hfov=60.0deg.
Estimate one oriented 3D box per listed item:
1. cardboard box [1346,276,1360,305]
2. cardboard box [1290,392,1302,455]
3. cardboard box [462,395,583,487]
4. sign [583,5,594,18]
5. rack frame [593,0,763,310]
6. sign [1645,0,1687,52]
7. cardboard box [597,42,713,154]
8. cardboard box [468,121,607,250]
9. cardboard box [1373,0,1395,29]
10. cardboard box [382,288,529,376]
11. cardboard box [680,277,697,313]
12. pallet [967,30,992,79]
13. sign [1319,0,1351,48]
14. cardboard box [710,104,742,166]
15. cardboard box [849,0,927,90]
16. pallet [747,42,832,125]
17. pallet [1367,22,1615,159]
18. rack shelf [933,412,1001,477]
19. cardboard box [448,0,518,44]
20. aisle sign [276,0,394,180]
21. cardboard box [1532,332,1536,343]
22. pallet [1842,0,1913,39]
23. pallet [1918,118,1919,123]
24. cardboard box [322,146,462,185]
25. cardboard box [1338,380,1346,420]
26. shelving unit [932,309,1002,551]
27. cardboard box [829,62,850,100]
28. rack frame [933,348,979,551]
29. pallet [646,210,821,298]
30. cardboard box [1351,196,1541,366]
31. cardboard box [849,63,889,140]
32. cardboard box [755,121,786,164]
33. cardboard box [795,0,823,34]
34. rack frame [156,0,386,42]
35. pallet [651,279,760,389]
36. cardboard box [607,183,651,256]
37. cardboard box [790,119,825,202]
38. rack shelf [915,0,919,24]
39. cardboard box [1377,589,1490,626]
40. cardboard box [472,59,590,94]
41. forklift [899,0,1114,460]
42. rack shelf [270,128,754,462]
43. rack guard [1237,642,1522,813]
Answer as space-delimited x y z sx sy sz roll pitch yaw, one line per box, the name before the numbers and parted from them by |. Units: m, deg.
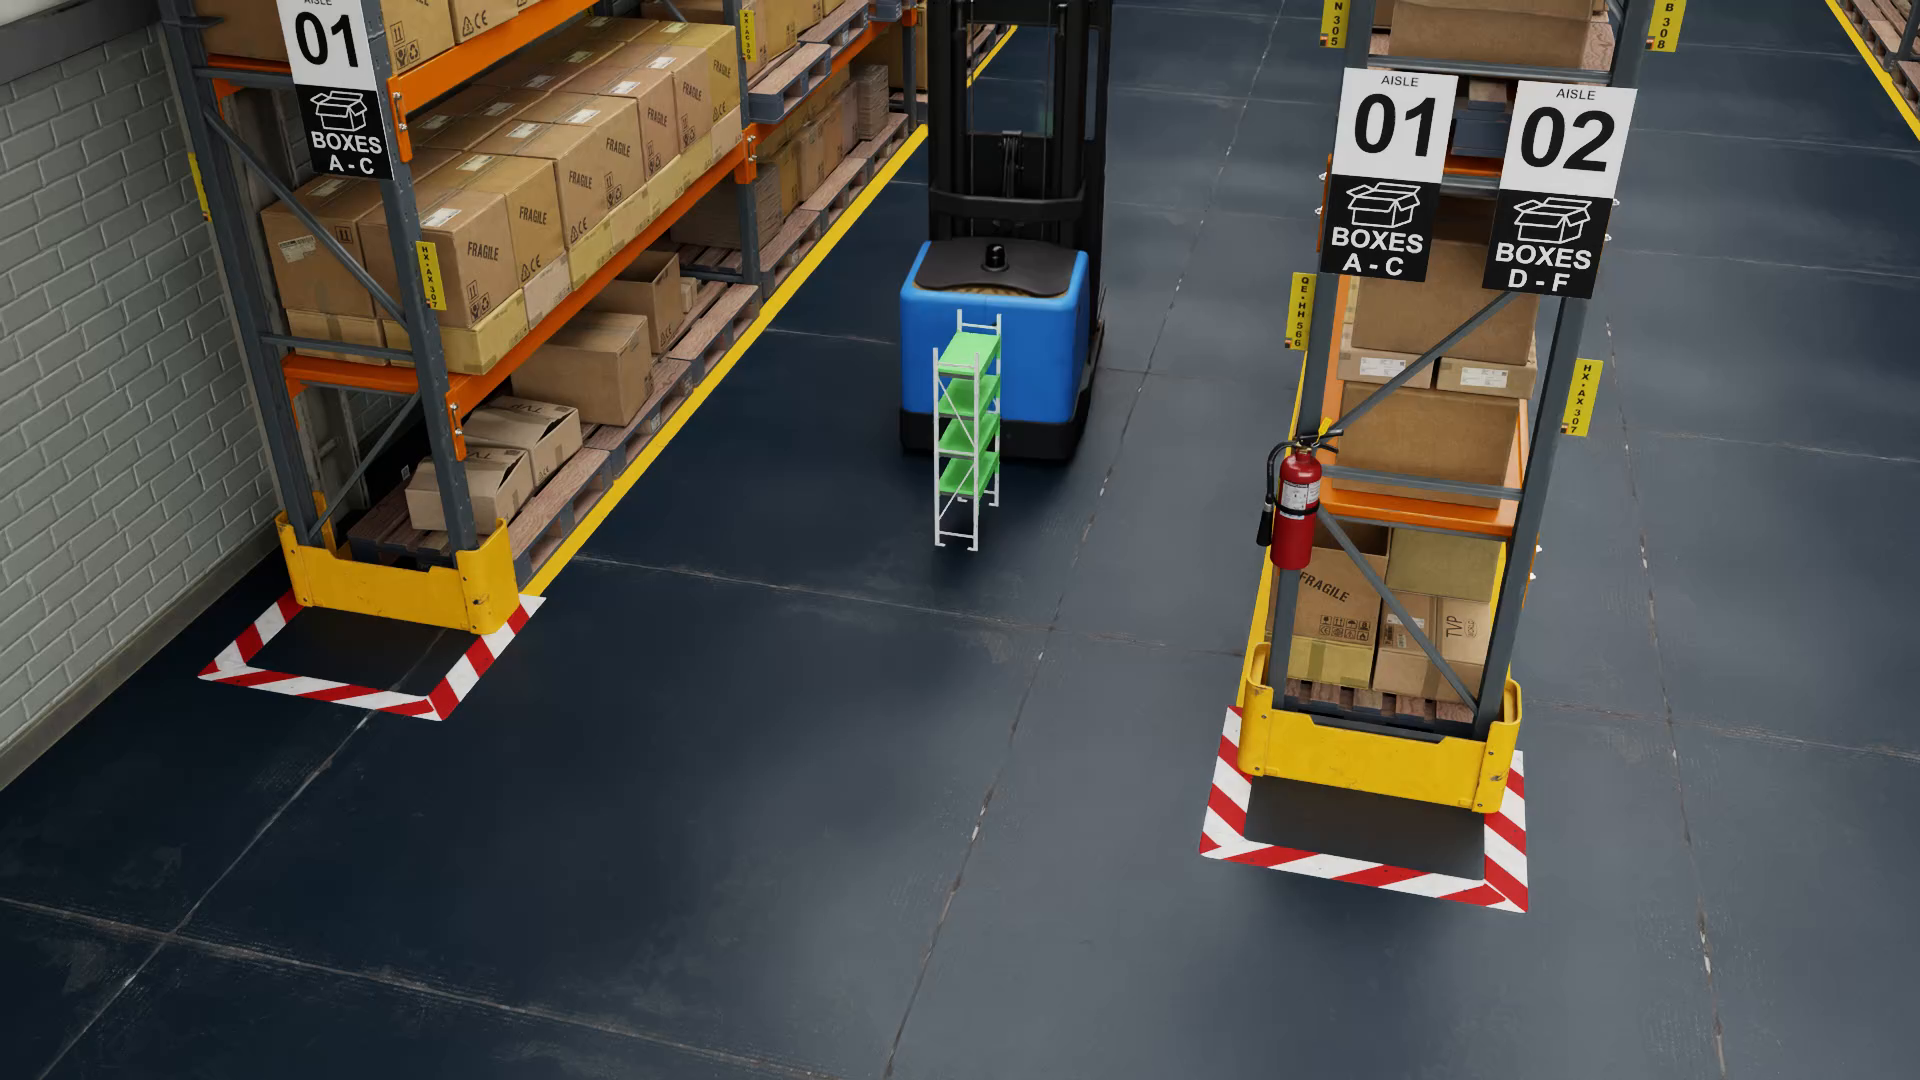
cardboard box | 1.913 -1.039 7.391 0.380 0.149 0.250 8 33 12
cardboard box | 1.959 -0.404 8.561 0.500 0.500 0.500 8 33 12
cardboard box | -2.514 -0.597 9.489 0.500 0.311 0.500 11 34 16
sign | -2.444 -3.541 10.945 0.100 0.325 0.005 8 33 12
rack frame | -1.906 -2.979 11.140 1.000 3.000 0.127 8 33 12
sign | 2.406 -1.820 5.633 0.100 0.325 0.005 8 33 12
cardboard box | -1.848 -2.693 10.113 0.500 0.500 0.500 8 33 12
cardboard box | -2.237 -1.894 8.855 0.500 0.500 0.500 7 33 11
cardboard box | 1.908 -2.303 6.898 0.500 0.250 0.500 8 33 12
cardboard box | -2.491 -1.058 8.240 0.500 0.250 0.500 7 33 11
cardboard box | -2.013 -1.687 11.339 0.380 0.166 0.250 4 33 6
pallet | -0.307 -4.908 16.773 1.003 0.211 1.213 8 33 12
sign | 1.350 -1.918 5.923 0.100 0.325 0.005 8 33 12
cardboard box | -1.734 -2.637 10.723 0.500 0.250 0.500 8 33 12
cardboard box | -0.578 -4.688 15.441 0.750 0.750 0.750 8 33 12
pallet | -1.572 -3.275 11.784 1.003 0.211 1.213 8 33 12
pallet | 2.075 -1.823 6.607 1.003 0.211 1.213 8 33 12
rack shelf | 0.042 -0.538 9.098 0.258 0.148 0.480 8 33 12
cardboard box | -2.424 -2.633 7.688 0.500 0.500 0.500 10 34 16
aisle sign | -2.650 -1.922 7.054 0.394 0.787 0.004 8 33 12
cardboard box | 2.243 -0.858 7.106 0.380 0.149 0.250 7 33 11
pallet | 10.163 -5.627 17.904 1.003 0.211 1.213 8 33 12
pallet | 9.163 -3.575 14.676 1.003 0.211 1.213 8 33 12
cardboard box | -2.870 -1.698 8.547 0.500 0.500 0.500 8 33 13
cardboard box | 2.130 -0.786 7.598 0.700 0.500 0.500 9 34 14
shelving unit | 0.042 -0.592 9.063 0.258 1.200 0.503 8 33 12
cardboard box | -1.229 -3.834 13.706 0.500 0.250 0.500 9 33 13
rack frame | -0.020 -0.466 8.864 0.240 1.200 0.015 8 33 12
pallet | -1.710 -2.206 12.524 1.003 0.211 1.213 8 33 12
cardboard box | 2.015 -1.088 6.863 0.700 0.500 0.500 8 33 13
cardboard box | -1.024 -3.805 14.359 0.700 0.500 0.500 8 33 13
cardboard box | -1.627 -3.039 12.456 0.500 0.250 0.500 7 33 11
cardboard box | -1.459 -4.101 12.402 0.700 0.500 0.500 13 35 19
rack frame | -2.922 -3.435 6.265 1.000 3.000 0.127 8 33 12
pallet | -2.043 -1.449 11.332 1.003 0.211 1.213 8 33 12
cardboard box | -2.107 -1.855 9.493 0.500 0.250 0.500 8 33 13
cardboard box | -1.485 -3.028 13.137 0.700 0.500 0.500 8 33 13
rack shelf | -0.384 -5.789 16.230 1.077 0.370 4.000 8 33 12
cardboard box | 2.345 0.245 8.241 0.500 0.250 0.500 8 33 12
cardboard box | -2.495 -2.499 9.807 0.500 0.500 0.500 9 34 14
forklift | 0.386 -2.490 10.435 1.130 2.935 3.031 5 33 8
rack shelf | -2.414 -1.637 9.700 1.077 0.370 4.000 8 33 12
rack guard | 1.865 0.837 7.468 1.175 0.500 0.348 8 33 12
